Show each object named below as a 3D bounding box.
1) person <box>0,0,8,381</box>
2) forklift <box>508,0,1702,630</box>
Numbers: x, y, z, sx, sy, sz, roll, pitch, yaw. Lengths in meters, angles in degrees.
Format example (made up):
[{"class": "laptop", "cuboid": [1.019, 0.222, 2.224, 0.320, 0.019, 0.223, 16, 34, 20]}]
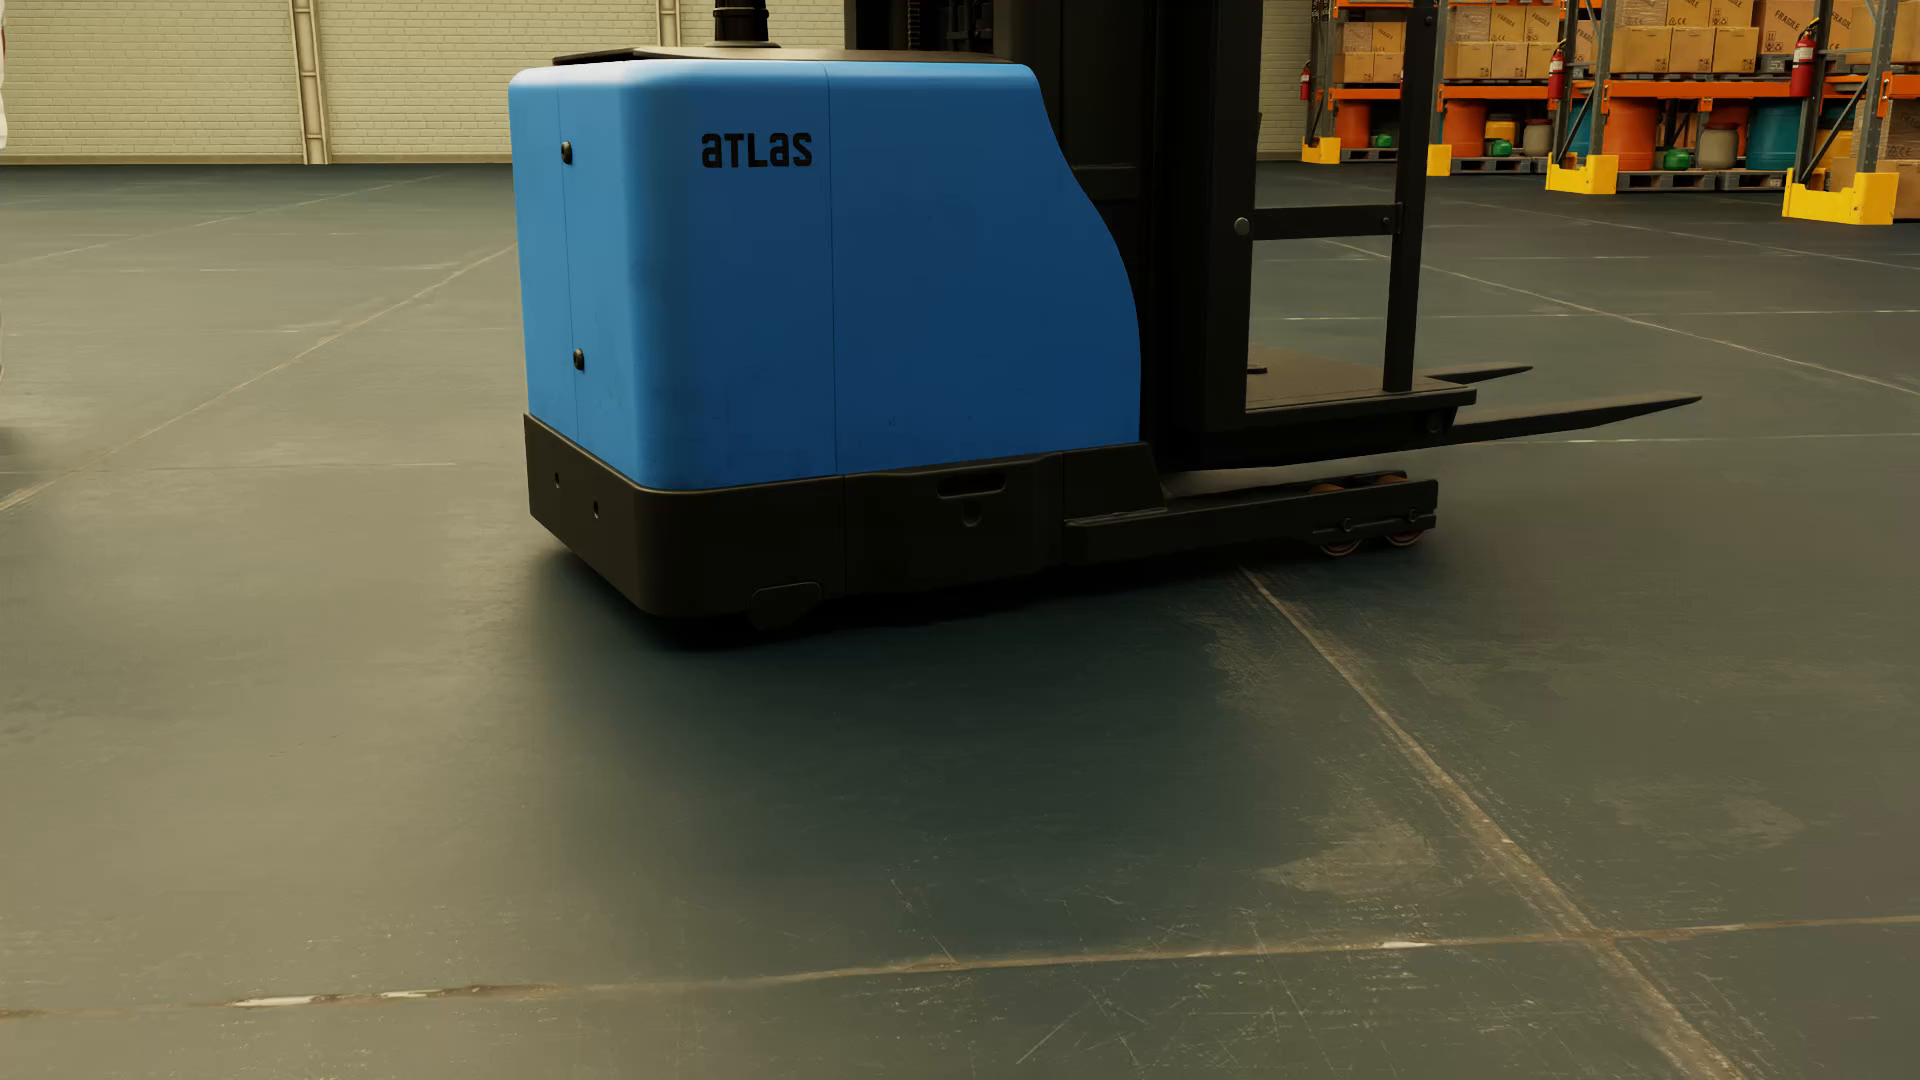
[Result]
[{"class": "person", "cuboid": [-3.082, -1.172, 4.864, 0.565, 1.785, 0.654, -1, 15, -3]}, {"class": "forklift", "cuboid": [0.538, -1.490, 3.837, 3.031, 2.935, 1.130, -8, 17, -27]}]
